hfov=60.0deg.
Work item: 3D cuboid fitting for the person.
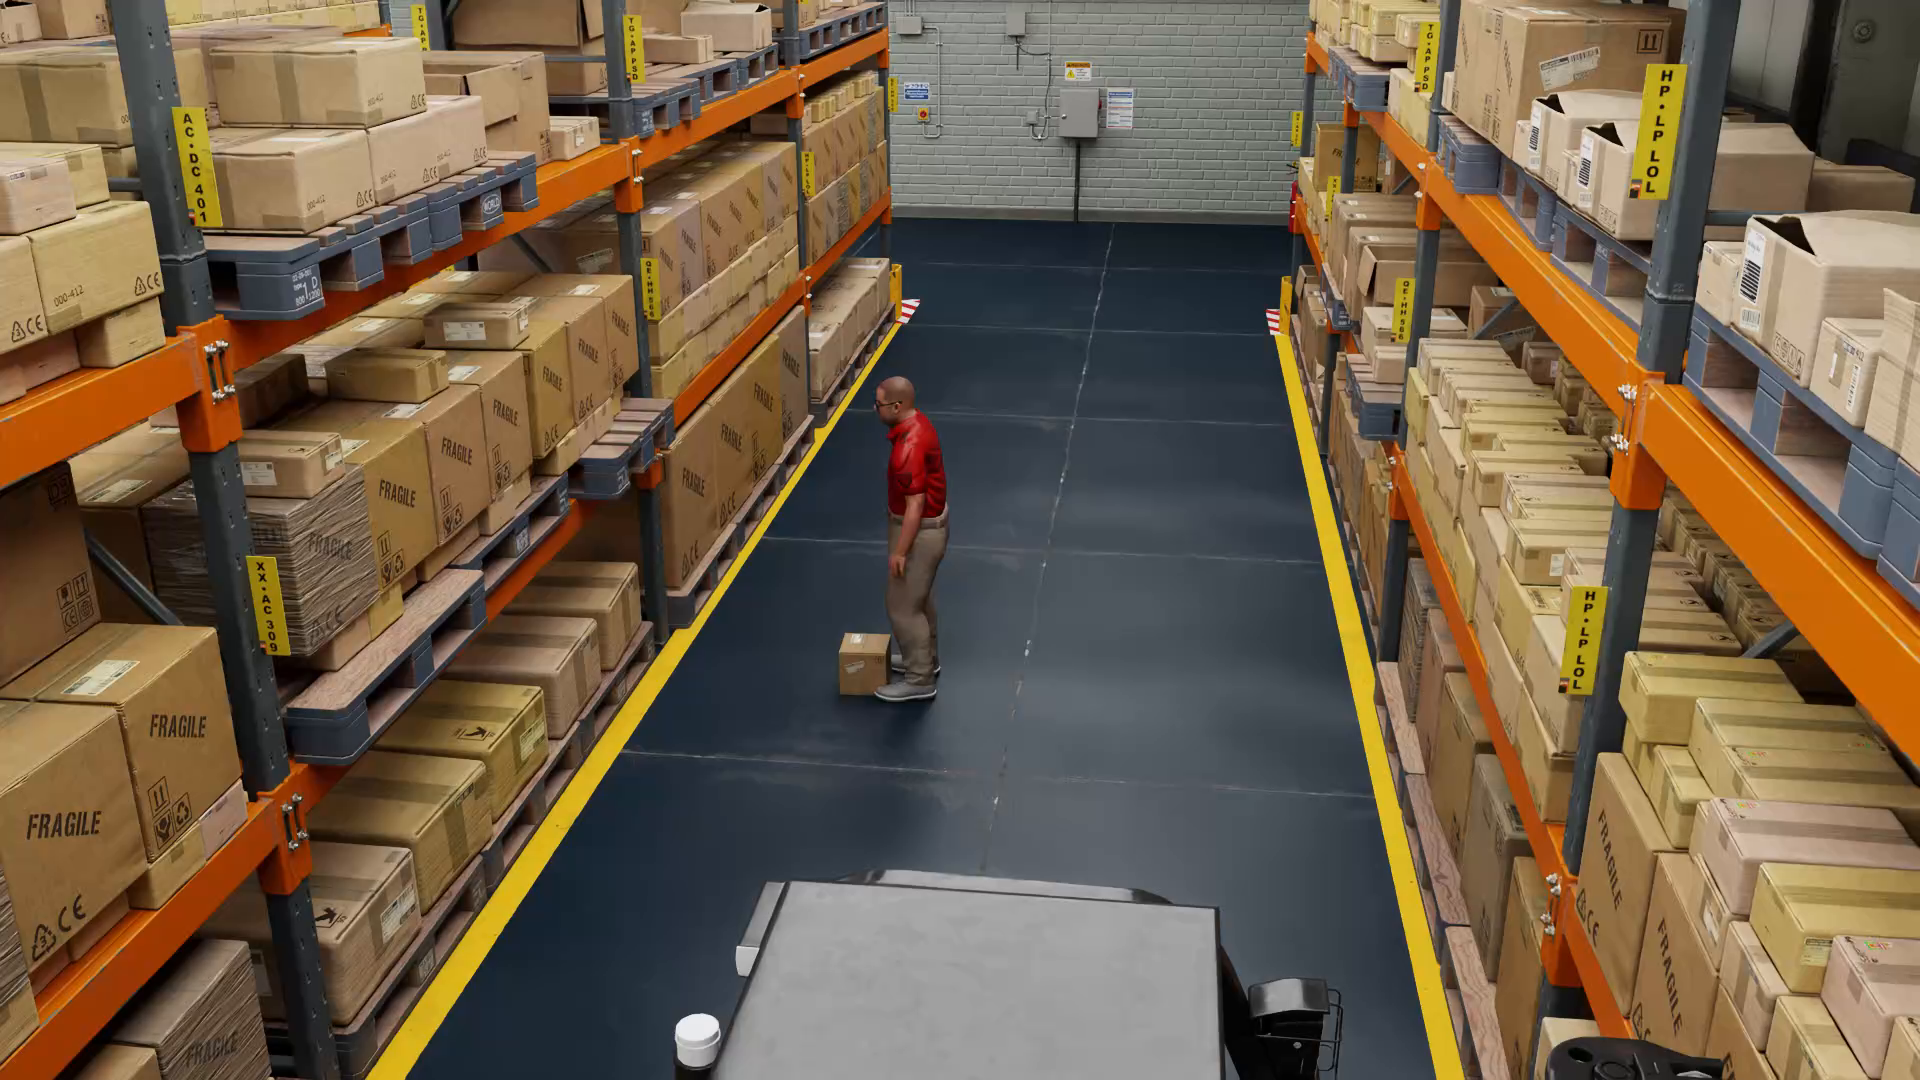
[{"bbox_3d":[-0.253,-0.015,8.640,0.384,1.727,0.595,2,21,5],"label":"person"}]
